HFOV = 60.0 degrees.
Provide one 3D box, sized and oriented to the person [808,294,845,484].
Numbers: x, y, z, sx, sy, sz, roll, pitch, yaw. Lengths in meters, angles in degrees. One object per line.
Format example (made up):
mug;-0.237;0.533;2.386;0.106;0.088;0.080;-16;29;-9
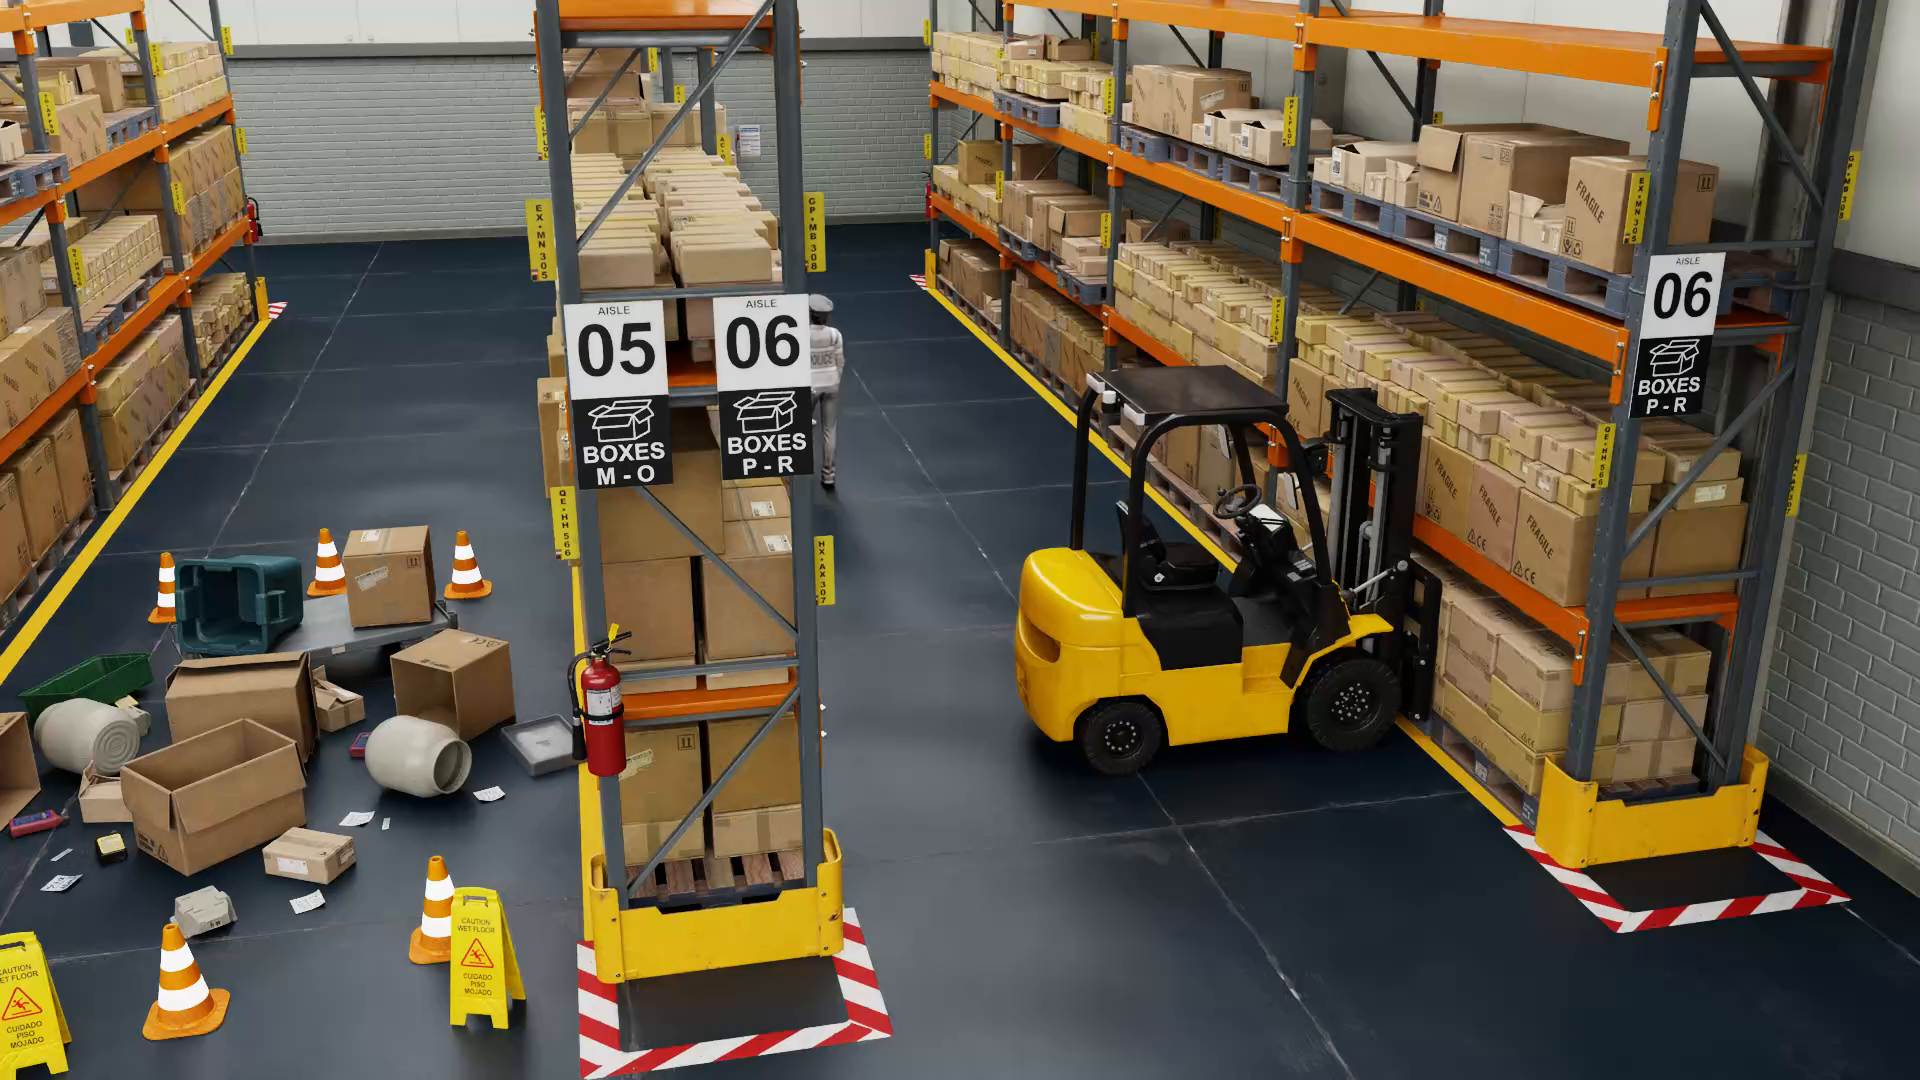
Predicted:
person;-1.267;-1.362;14.825;0.482;1.701;0.784;-5;20;-12
